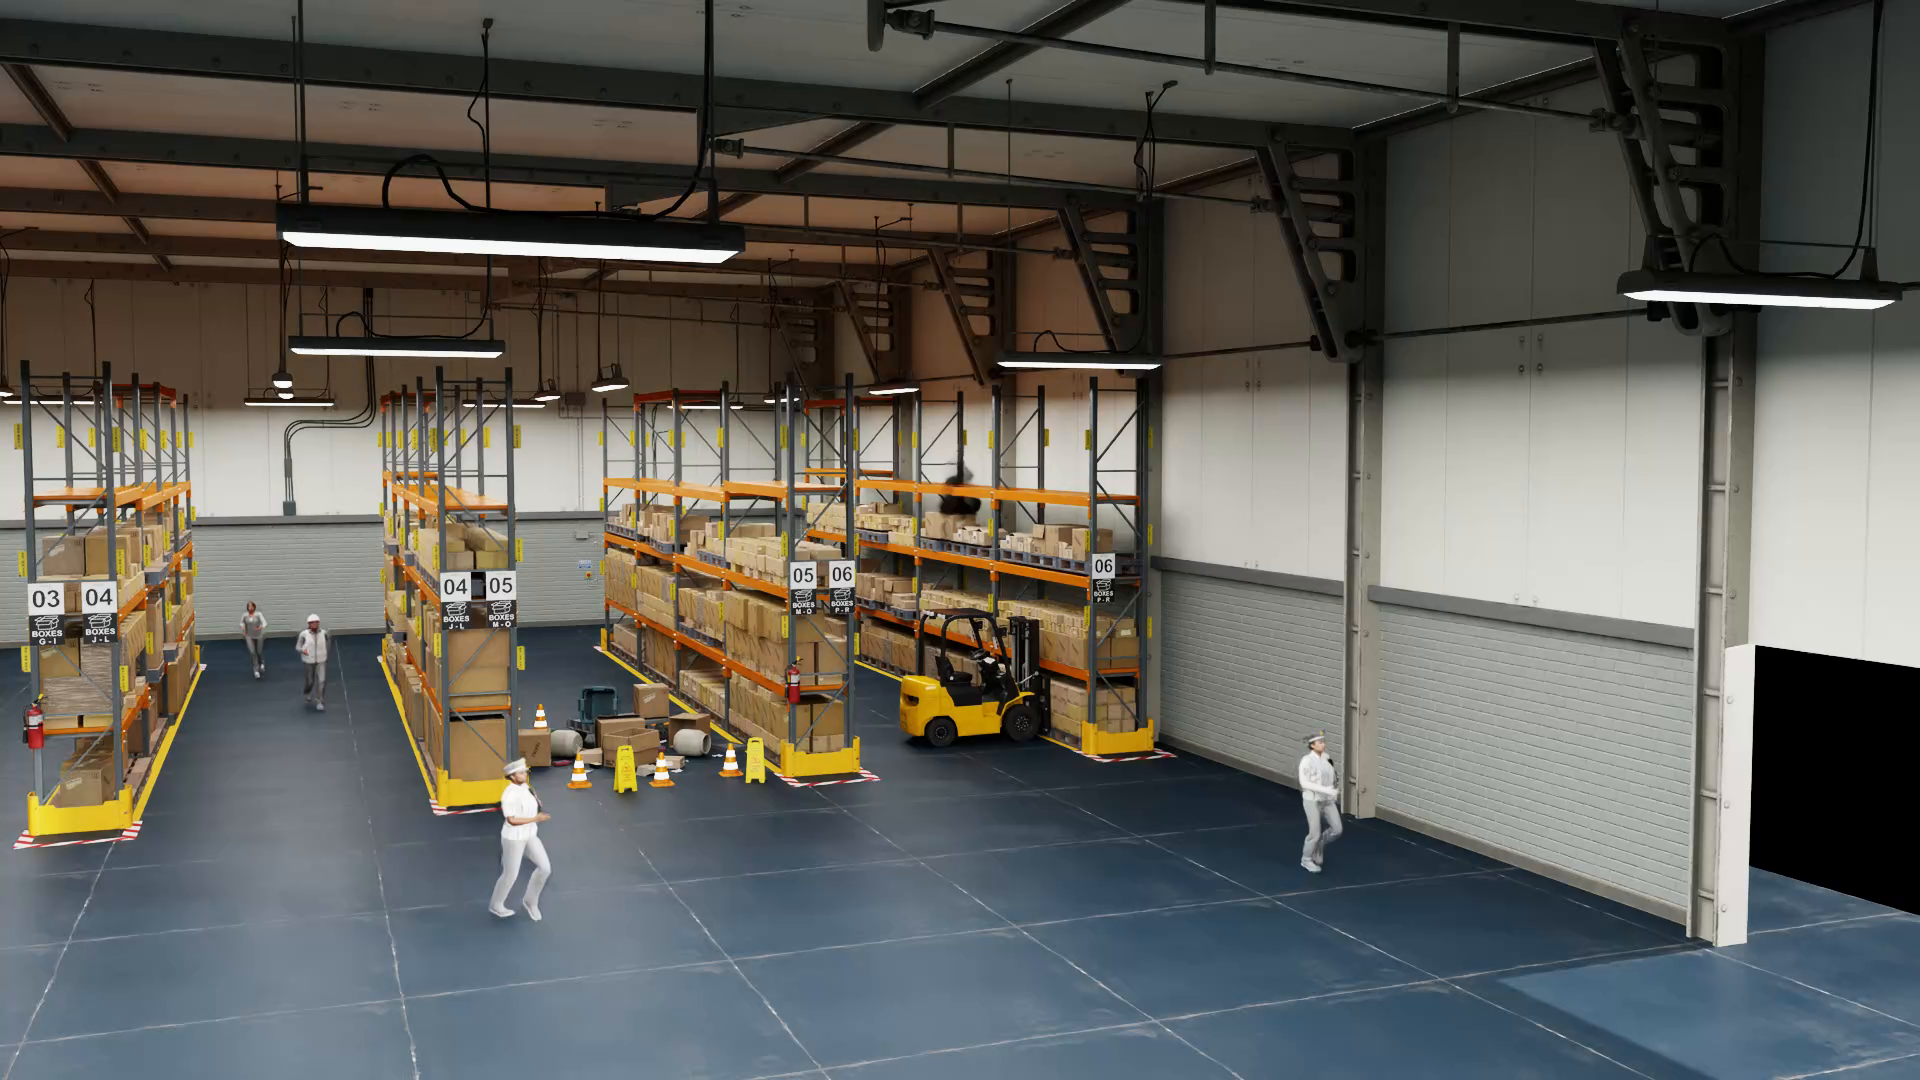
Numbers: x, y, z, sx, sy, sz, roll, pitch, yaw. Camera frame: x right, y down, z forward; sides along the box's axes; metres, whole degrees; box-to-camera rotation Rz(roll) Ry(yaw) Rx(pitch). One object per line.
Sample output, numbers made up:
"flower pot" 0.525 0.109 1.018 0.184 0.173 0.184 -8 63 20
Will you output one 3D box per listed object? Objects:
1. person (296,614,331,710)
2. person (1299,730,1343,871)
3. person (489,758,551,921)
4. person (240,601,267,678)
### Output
"person" -12.049 2.253 31.018 0.646 1.764 0.927 -2 4 -31
"person" 4.182 3.012 19.198 0.597 1.660 0.569 -2 4 -32
"person" -4.561 3.122 17.285 0.718 1.735 0.541 1 4 20
"person" -14.947 2.086 35.172 0.547 1.596 0.813 -1 4 -18
